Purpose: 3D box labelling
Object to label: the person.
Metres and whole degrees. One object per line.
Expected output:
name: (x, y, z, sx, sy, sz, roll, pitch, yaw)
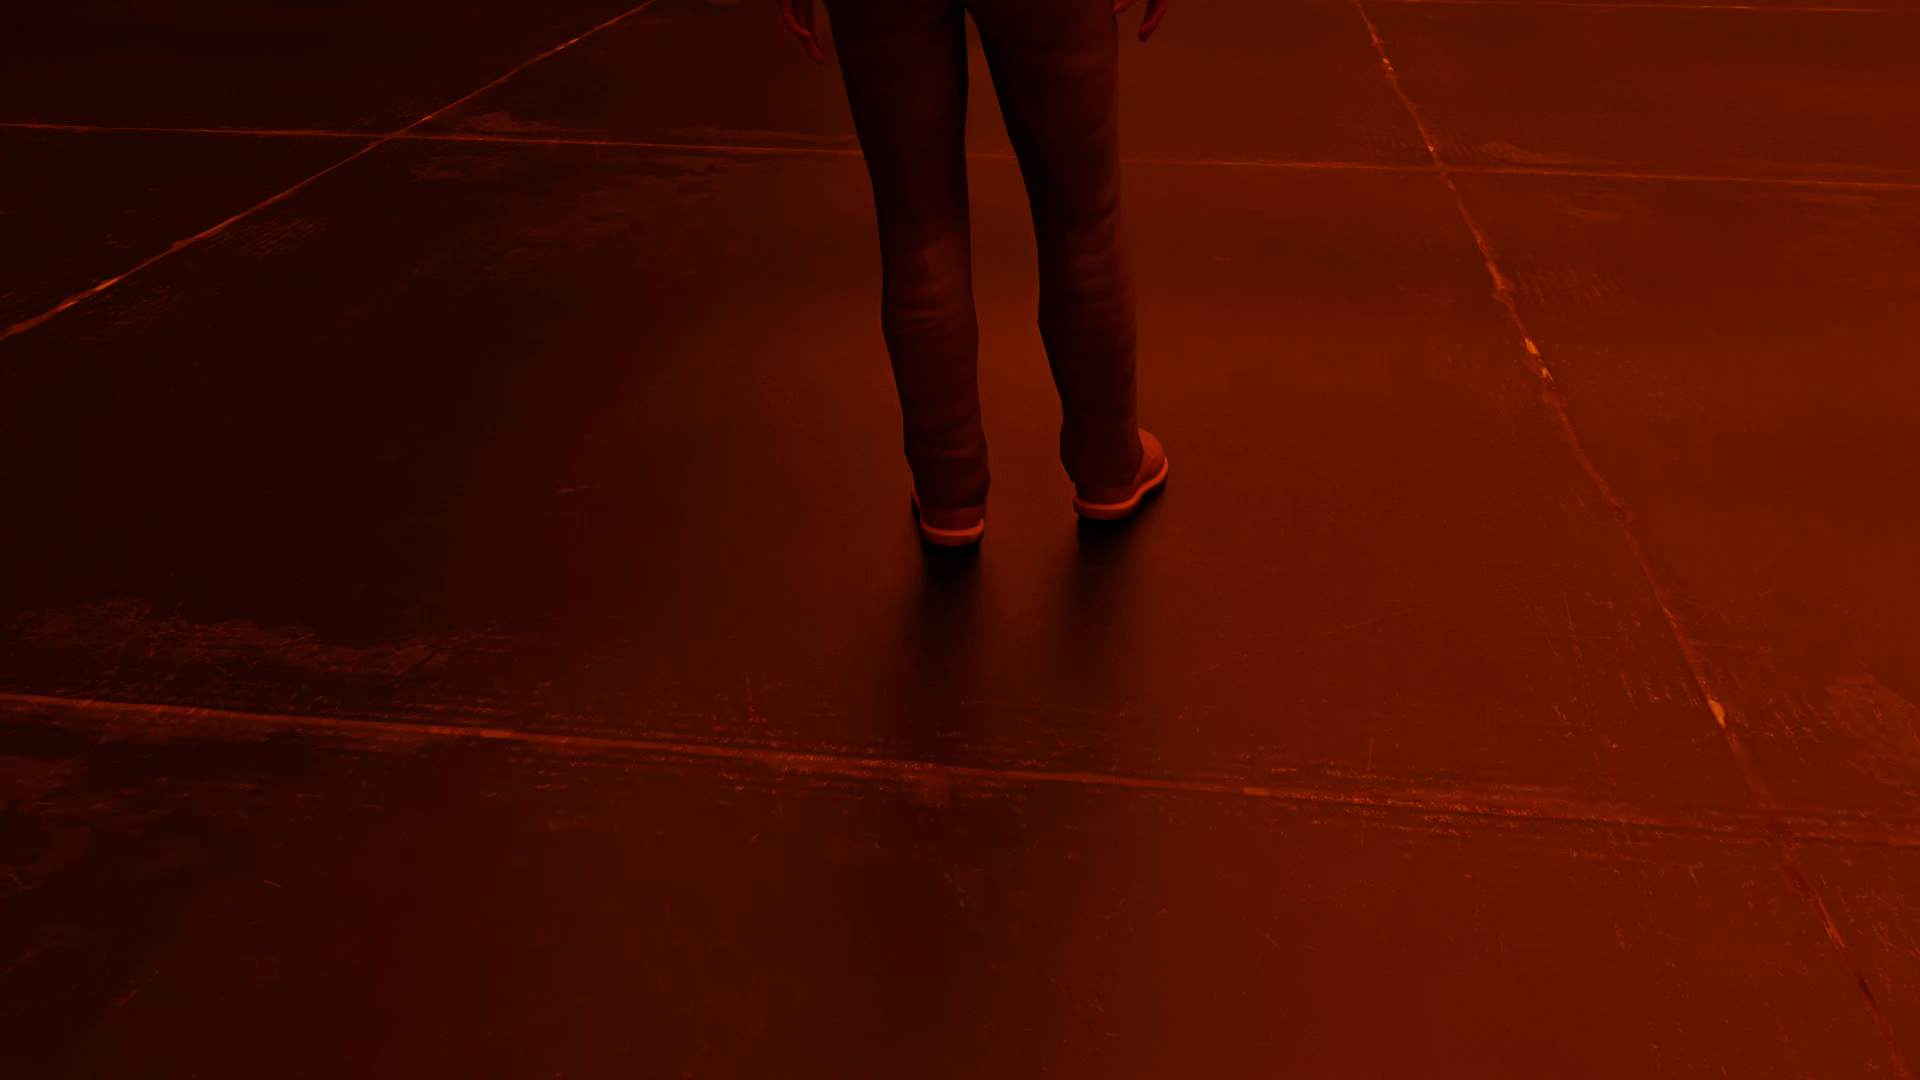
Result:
person: (0.032, -0.785, 2.203, 0.569, 1.655, 0.504, 3, 27, 7)
